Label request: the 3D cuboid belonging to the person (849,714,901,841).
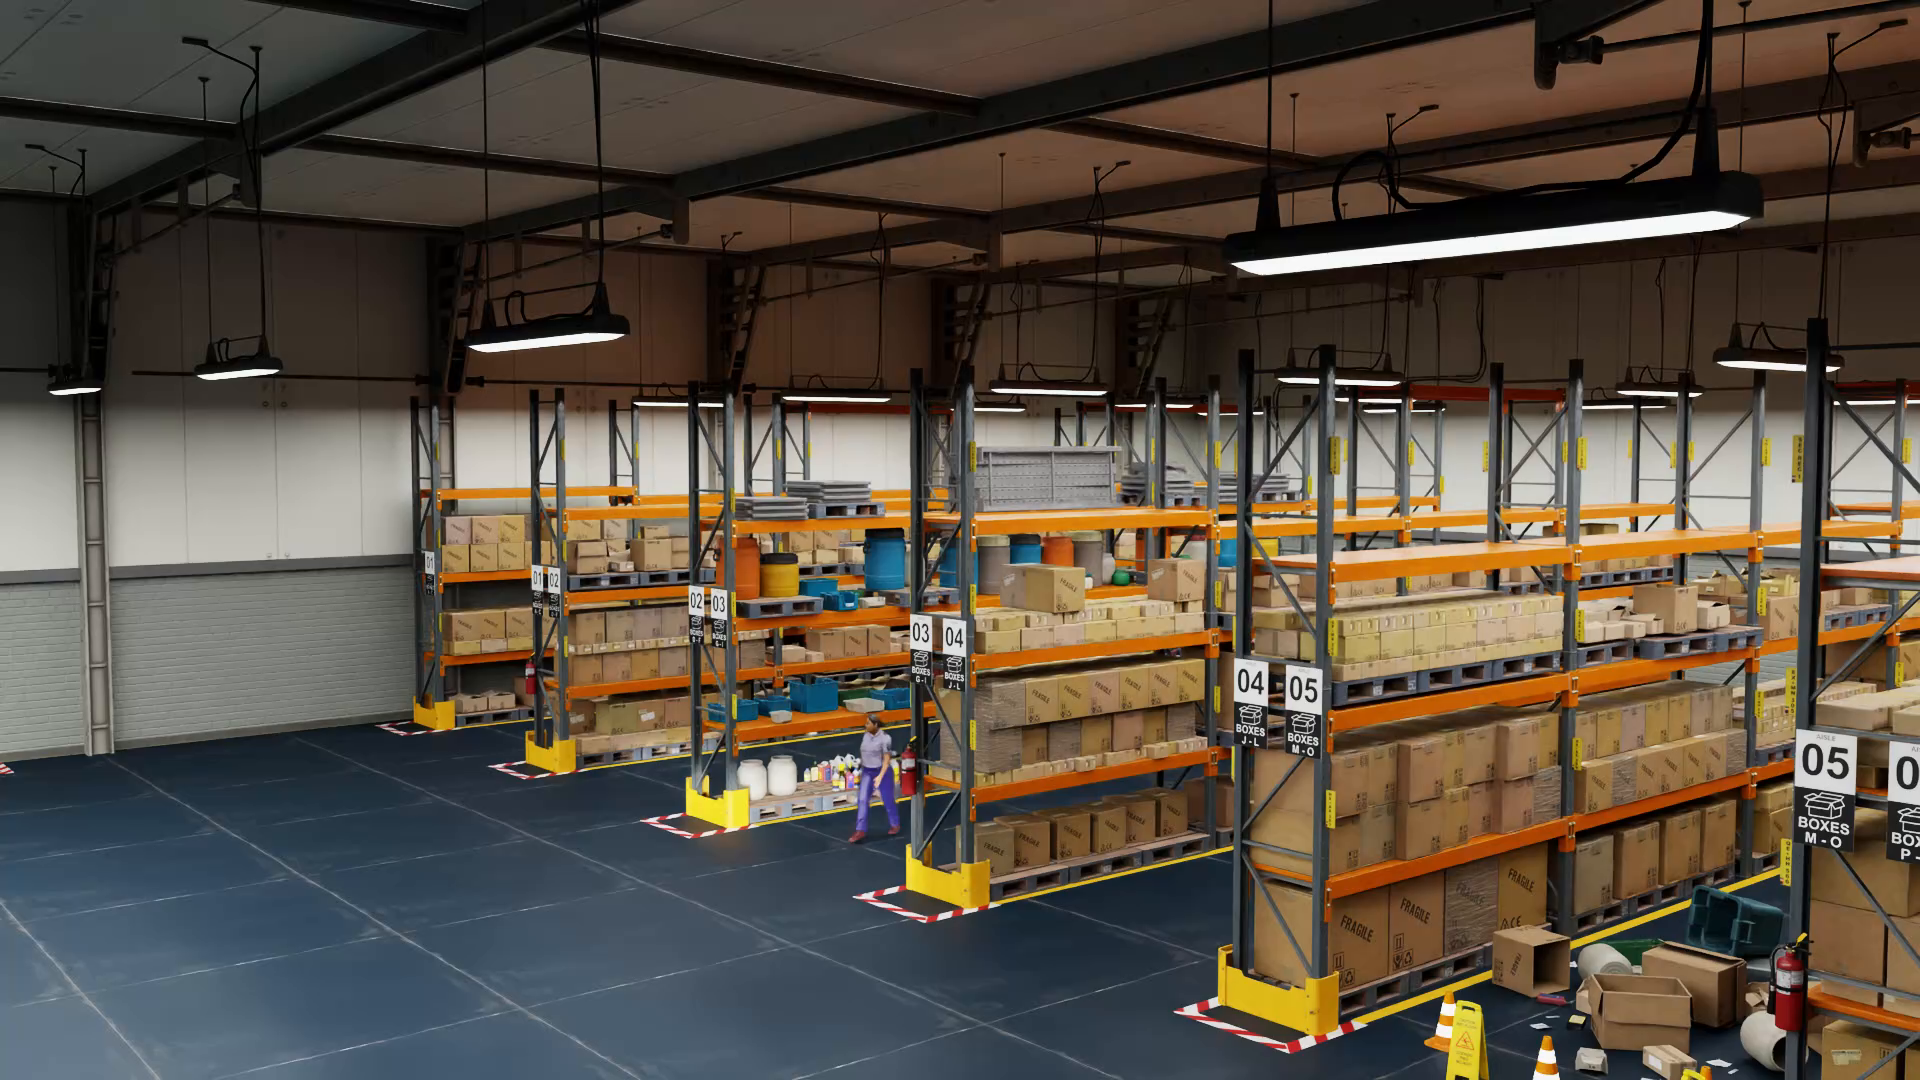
[{"bbox_3d":[-1.115,3.065,21.626,0.508,1.606,0.930,2,4,32],"label":"person"}]
